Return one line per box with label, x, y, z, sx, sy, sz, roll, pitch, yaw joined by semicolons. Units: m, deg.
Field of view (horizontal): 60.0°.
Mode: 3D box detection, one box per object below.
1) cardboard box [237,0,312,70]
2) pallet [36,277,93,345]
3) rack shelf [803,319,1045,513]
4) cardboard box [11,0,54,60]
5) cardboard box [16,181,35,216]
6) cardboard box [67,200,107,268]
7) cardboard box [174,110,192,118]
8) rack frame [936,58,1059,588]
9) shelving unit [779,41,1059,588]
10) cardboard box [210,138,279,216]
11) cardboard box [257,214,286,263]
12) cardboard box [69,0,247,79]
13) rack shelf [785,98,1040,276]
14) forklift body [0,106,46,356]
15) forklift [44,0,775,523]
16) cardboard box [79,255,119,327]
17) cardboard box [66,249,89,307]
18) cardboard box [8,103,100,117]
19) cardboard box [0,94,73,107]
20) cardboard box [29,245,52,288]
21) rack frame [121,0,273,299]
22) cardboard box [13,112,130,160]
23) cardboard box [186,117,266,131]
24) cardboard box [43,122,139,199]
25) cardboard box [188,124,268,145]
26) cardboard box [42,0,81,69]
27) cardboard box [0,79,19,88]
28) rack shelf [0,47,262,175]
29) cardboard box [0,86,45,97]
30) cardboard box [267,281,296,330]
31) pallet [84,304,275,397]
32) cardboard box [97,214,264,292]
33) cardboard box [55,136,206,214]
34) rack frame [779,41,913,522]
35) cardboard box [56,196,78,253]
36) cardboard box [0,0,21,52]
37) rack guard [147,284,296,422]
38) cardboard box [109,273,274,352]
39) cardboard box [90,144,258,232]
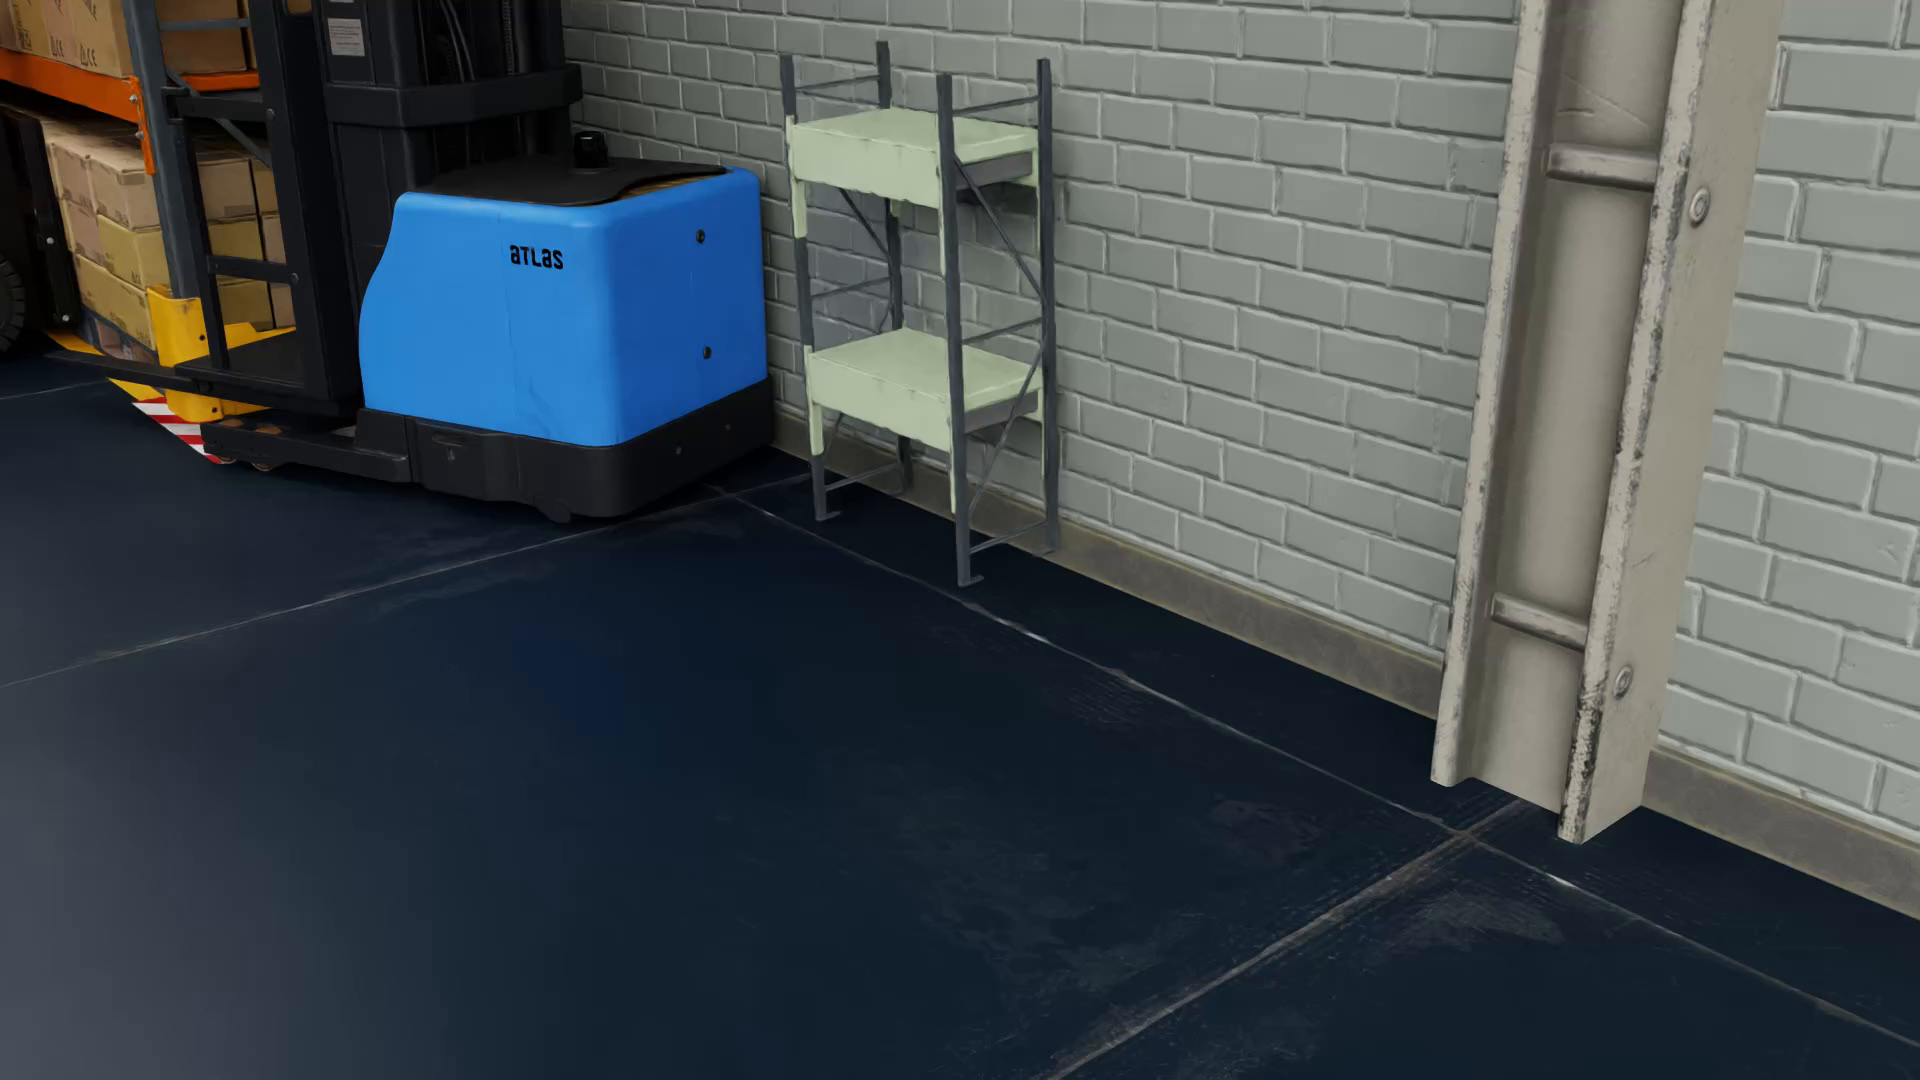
cardboard box;-2.882;-2.303;7.113;0.500;0.500;0.500;-16;27;-36
pallet;-4.092;-1.293;8.496;1.003;0.211;1.213;-17;27;-37
rack shelf;-0.101;-0.406;5.223;0.431;0.370;0.720;-21;29;-36
cardboard box;-3.955;-2.460;7.515;0.500;0.500;0.500;-18;28;-38
cardboard box;-4.319;-1.679;8.167;0.500;0.250;0.500;-18;27;-38
cardboard box;-3.642;-1.402;7.461;0.500;0.250;0.500;-18;28;-38
cardboard box;-3.915;-2.033;8.385;0.500;0.250;0.500;-18;28;-38
rack frame;0.124;-0.604;4.835;0.400;1.500;0.023;-21;29;-36
shelving unit;-0.114;-0.706;5.094;0.431;1.500;0.755;-21;29;-36
cardboard box;-2.939;-1.612;7.310;0.500;0.250;0.500;-18;28;-38
cardboard box;-2.918;-1.381;7.405;0.500;0.250;0.500;-17;27;-36
cardboard box;-3.289;-2.173;6.783;0.500;0.500;0.500;-18;28;-39
rack shelf;-0.128;-1.064;4.940;0.431;0.370;0.720;-21;29;-36
forklift body;-5.388;-1.748;6.997;2.313;2.155;1.214;-17;27;-37
forklift;-2.251;-1.777;6.001;3.031;2.935;1.130;10;24;25
cardboard box;-3.632;-1.163;7.534;0.500;0.250;0.500;-17;27;-37
cardboard box;-3.952;-1.303;7.892;0.500;0.250;0.500;-17;27;-37
cardboard box;-4.642;-2.052;8.435;0.500;0.250;0.500;-16;27;-36
cardboard box;-4.975;-2.187;8.779;0.500;0.250;0.500;-17;27;-37
cardboard box;-4.308;-1.441;8.245;0.500;0.250;0.500;-16;27;-36
rack frame;-2.769;-2.053;6.613;1.000;3.000;0.127;-17;27;-37
cardboard box;-4.305;-1.906;8.060;0.500;0.250;0.500;-18;28;-38
cardboard box;-3.586;-1.890;8.019;0.500;0.250;0.500;-18;27;-38
cardboard box;-3.980;-1.764;7.698;0.500;0.250;0.500;-17;27;-37
cardboard box;-3.268;-1.749;7.660;0.500;0.250;0.500;-17;27;-37
cardboard box;-3.620;-2.319;7.154;0.500;0.500;0.500;-16;27;-36
cardboard box;-6.229;-2.606;10.705;0.875;0.625;0.625;-18;28;-38
rack shelf;-4.074;-2.271;8.155;1.077;0.370;4.000;-17;27;-37
cardboard box;-5.302;-2.331;9.145;0.500;0.250;0.500;-18;28;-38
cardboard box;-2.941;-1.151;7.503;0.500;0.250;0.500;-17;27;-37
pallet;-3.300;-0.956;7.636;1.003;0.211;1.213;-17;27;-37
cardboard box;-3.323;-1.261;7.100;0.500;0.250;0.500;-18;28;-38
cardboard box;-3.643;-1.627;7.348;0.500;0.250;0.500;-17;27;-36
rack frame;-0.351;-0.807;5.353;0.400;1.500;0.023;-21;29;-36
cardboard box;-3.995;-1.540;7.812;0.500;0.250;0.500;-18;28;-39
cardboard box;-4.292;-2.597;7.863;0.500;0.500;0.500;-17;27;-37
rack guard;-2.753;-0.883;7.052;1.175;0.500;0.348;-17;27;-37
cardboard box;-3.315;-1.023;7.178;0.500;0.250;0.500;-17;27;-37
cardboard box;-3.305;-1.487;6.991;0.500;0.250;0.500;-16;27;-36
